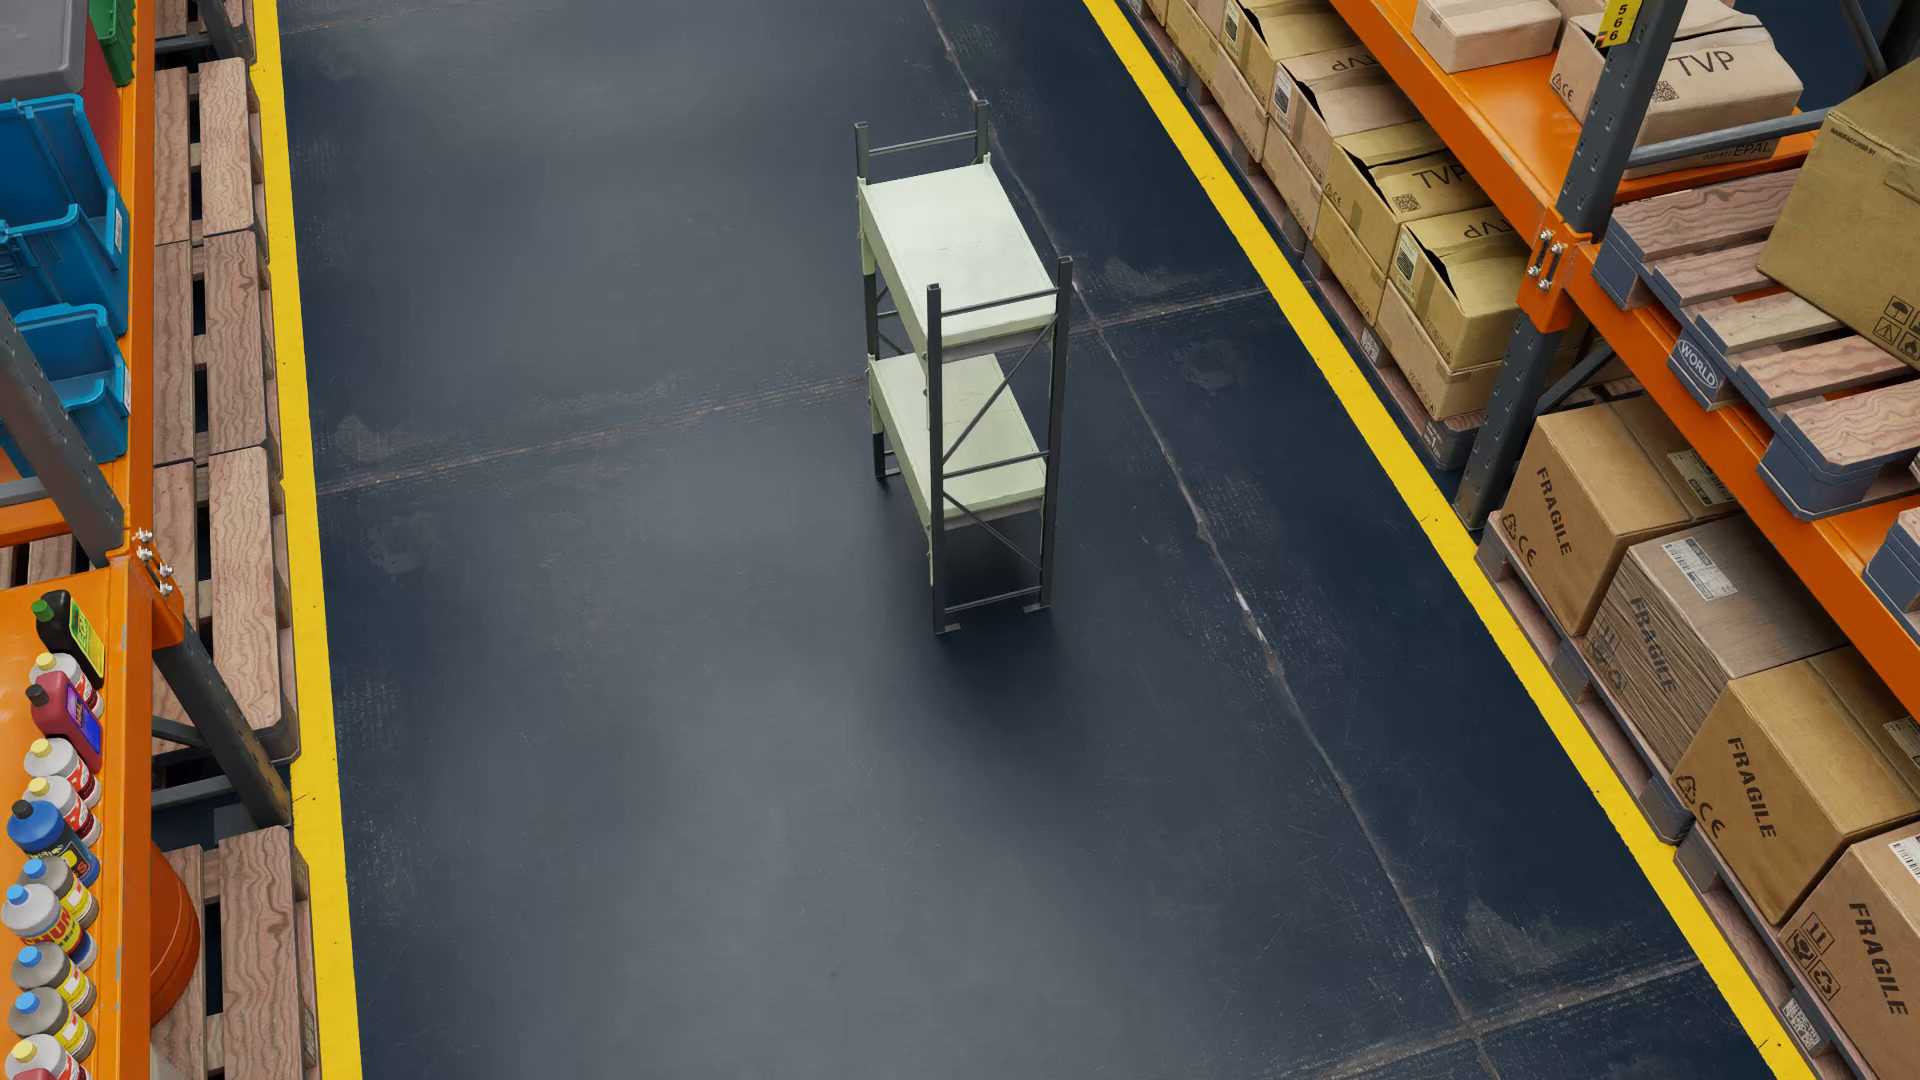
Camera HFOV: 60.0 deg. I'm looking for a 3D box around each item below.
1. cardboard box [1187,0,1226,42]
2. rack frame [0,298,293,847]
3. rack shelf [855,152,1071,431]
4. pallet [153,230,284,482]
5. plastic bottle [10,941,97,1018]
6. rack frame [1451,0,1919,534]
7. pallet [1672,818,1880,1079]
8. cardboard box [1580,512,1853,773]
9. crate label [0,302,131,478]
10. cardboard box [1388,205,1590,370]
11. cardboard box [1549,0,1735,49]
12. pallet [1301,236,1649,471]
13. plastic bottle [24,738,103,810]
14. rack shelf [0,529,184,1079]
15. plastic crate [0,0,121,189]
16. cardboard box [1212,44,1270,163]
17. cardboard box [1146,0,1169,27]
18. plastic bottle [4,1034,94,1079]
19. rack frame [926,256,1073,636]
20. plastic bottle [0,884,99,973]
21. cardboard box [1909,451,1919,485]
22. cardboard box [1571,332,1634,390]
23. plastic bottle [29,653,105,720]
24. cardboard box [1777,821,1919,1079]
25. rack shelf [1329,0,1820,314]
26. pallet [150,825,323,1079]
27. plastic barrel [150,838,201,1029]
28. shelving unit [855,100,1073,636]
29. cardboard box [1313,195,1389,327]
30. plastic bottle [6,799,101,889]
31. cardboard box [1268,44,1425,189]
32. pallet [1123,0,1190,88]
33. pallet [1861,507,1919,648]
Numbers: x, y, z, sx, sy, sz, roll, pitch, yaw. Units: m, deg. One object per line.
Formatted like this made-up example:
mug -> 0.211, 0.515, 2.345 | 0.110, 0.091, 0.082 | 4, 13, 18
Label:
cardboard box -> 1.221, -2.397, 6.966 | 0.500, 0.311, 0.500 | -15, 51, -12
rack frame -> -2.510, -0.031, 3.814 | 1.000, 3.000, 0.127 | -13, 51, -11
rack shelf -> -0.002, -0.740, 4.882 | 0.431, 0.370, 0.720 | -13, 51, -11
pallet -> -3.060, -0.596, 6.115 | 1.003, 0.211, 1.213 | -13, 51, -11
plastic bottle -> -1.754, 0.844, 3.206 | 0.097, 0.201, 0.097 | 0, 50, 0
rack frame -> 2.222, -1.148, 4.756 | 1.000, 3.000, 0.127 | -13, 51, -11
pallet -> 2.764, 1.194, 4.606 | 1.003, 0.211, 1.213 | -13, 51, -11
cardboard box -> 2.244, 0.294, 4.888 | 0.500, 0.500, 0.500 | -15, 51, -12
crate label -> -2.277, -0.370, 4.209 | 0.303, 0.233, 0.416 | -13, 51, -11
cardboard box -> 1.832, -0.905, 5.708 | 0.500, 0.311, 0.500 | -12, 51, -10
cardboard box -> 2.143, -1.817, 5.378 | 0.500, 0.311, 0.500 | -14, 51, -11
pallet -> 2.016, -0.860, 6.337 | 1.003, 0.211, 1.213 | -13, 51, -11
plastic bottle -> -1.898, 0.489, 3.506 | 0.097, 0.201, 0.097 | 0, 50, 0
rack shelf -> -1.919, 1.661, 2.858 | 1.077, 0.370, 4.000 | -13, 51, -11
plastic crate -> -2.696, -1.301, 4.843 | 0.402, 0.464, 0.583 | -13, 51, -11
cardboard box -> 1.377, -1.845, 6.867 | 0.500, 0.250, 0.500 | -12, 51, -10
cardboard box -> 1.072, -2.595, 7.499 | 0.500, 0.250, 0.500 | -12, 51, -10
plastic bottle -> -1.697, 0.986, 3.086 | 0.097, 0.201, 0.097 | 0, 50, 0
rack frame -> 0.106, -0.221, 4.955 | 0.400, 1.500, 0.023 | -13, 51, -11
plastic bottle -> -1.783, 0.751, 3.239 | 0.097, 0.271, 0.097 | 0, 50, 0
cardboard box -> 2.604, -0.170, 3.592 | 0.700, 0.500, 0.500 | -5, 50, -4
cardboard box -> 2.348, -0.846, 6.025 | 0.500, 0.250, 0.500 | -13, 51, -11
plastic bottle -> -1.967, 0.320, 3.648 | 0.097, 0.201, 0.097 | 0, 50, 0
cardboard box -> 2.547, 1.041, 4.258 | 0.500, 0.500, 0.500 | -15, 51, -12
rack shelf -> 1.631, -2.377, 6.263 | 1.077, 0.370, 4.000 | -13, 51, -11
pallet -> -2.238, 1.434, 4.403 | 1.003, 0.211, 1.213 | -13, 51, -11
plastic barrel -> -2.350, 0.886, 4.186 | 0.600, 0.830, 0.708 | -13, 51, -11
shelving unit -> -0.002, -0.488, 5.181 | 0.431, 1.500, 0.755 | -13, 51, -11
cardboard box -> 1.678, -1.102, 6.241 | 0.500, 0.250, 0.500 | -14, 51, -11
plastic bottle -> -1.841, 0.608, 3.359 | 0.097, 0.271, 0.097 | 0, 50, 0
cardboard box -> 1.526, -1.653, 6.338 | 0.500, 0.311, 0.500 | -14, 51, -11
pallet -> 1.295, -2.642, 7.839 | 1.003, 0.211, 1.213 | -13, 51, -11
pallet -> 2.802, 0.333, 3.633 | 1.003, 0.211, 1.213 | -13, 51, -11
